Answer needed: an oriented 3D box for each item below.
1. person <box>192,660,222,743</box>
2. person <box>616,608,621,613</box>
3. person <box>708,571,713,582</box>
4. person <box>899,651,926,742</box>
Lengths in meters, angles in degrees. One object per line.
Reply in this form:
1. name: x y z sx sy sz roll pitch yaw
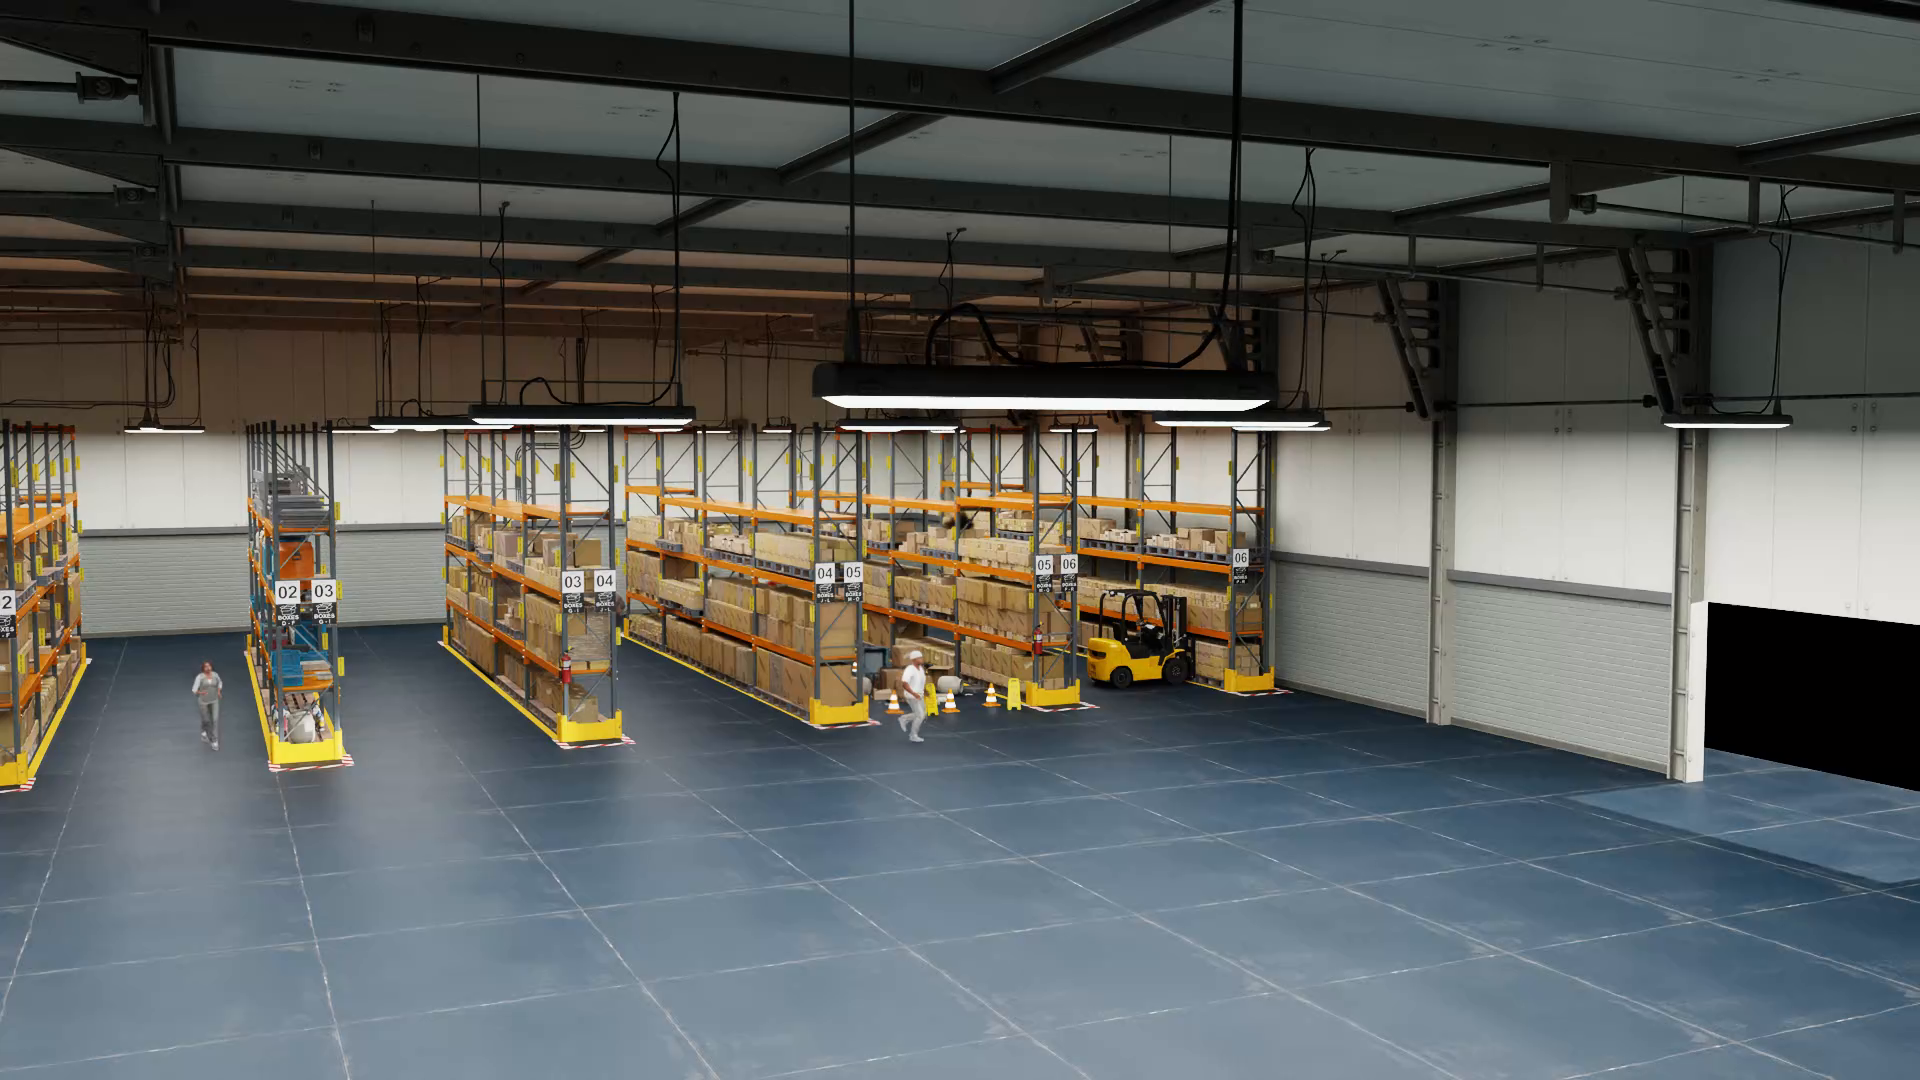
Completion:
1. person: -13.819 2.951 30.554 0.538 1.496 0.769 -2 4 -35
2. person: -9.192 2.229 43.949 0.662 1.524 0.924 -1 4 -17
3. person: -7.502 1.702 49.798 0.707 1.549 0.588 -2 4 -30
4. person: -0.840 2.859 31.194 0.384 1.583 0.665 1 4 22
